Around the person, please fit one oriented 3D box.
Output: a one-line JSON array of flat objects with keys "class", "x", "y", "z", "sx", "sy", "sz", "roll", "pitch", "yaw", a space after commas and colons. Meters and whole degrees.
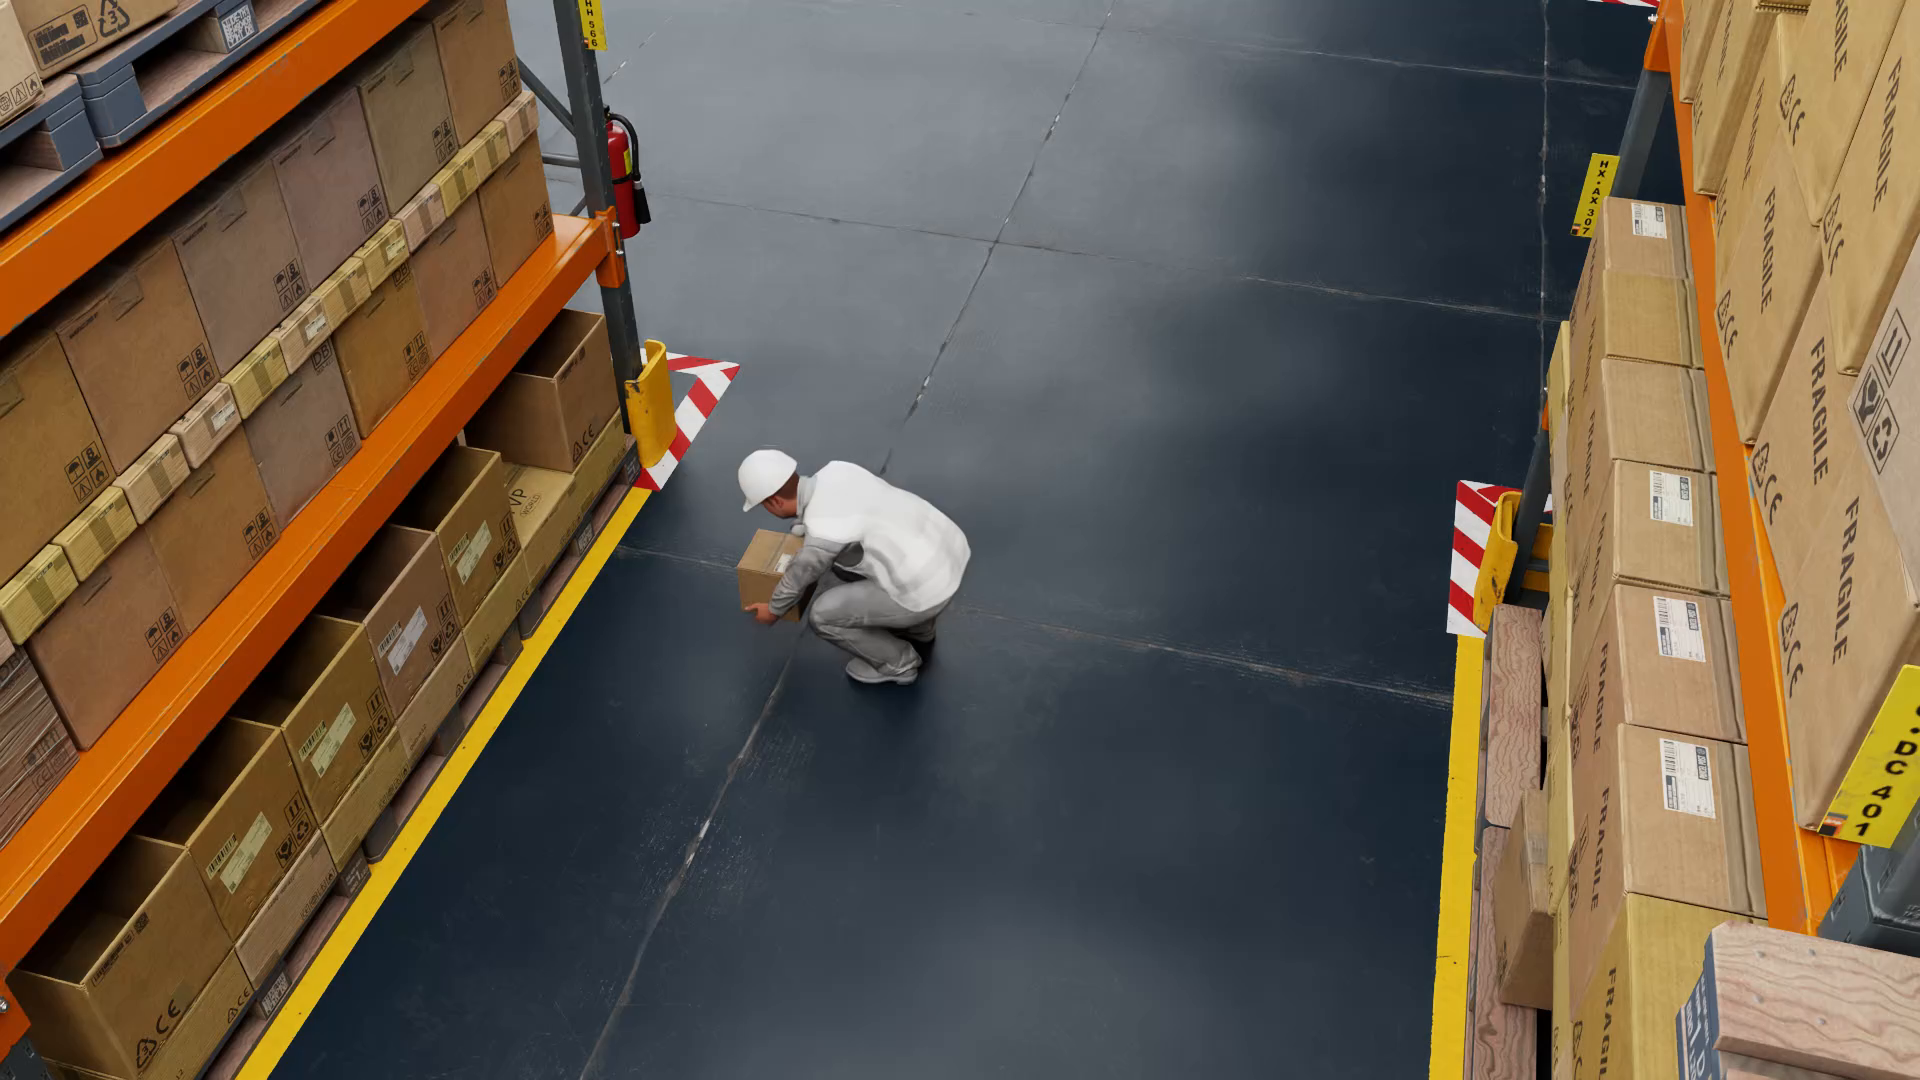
[{"class": "person", "x": -0.417, "y": 0.078, "z": 6.644, "sx": 0.890, "sy": 1.006, "sz": 0.514, "roll": 9, "pitch": 42, "yaw": 10}]
